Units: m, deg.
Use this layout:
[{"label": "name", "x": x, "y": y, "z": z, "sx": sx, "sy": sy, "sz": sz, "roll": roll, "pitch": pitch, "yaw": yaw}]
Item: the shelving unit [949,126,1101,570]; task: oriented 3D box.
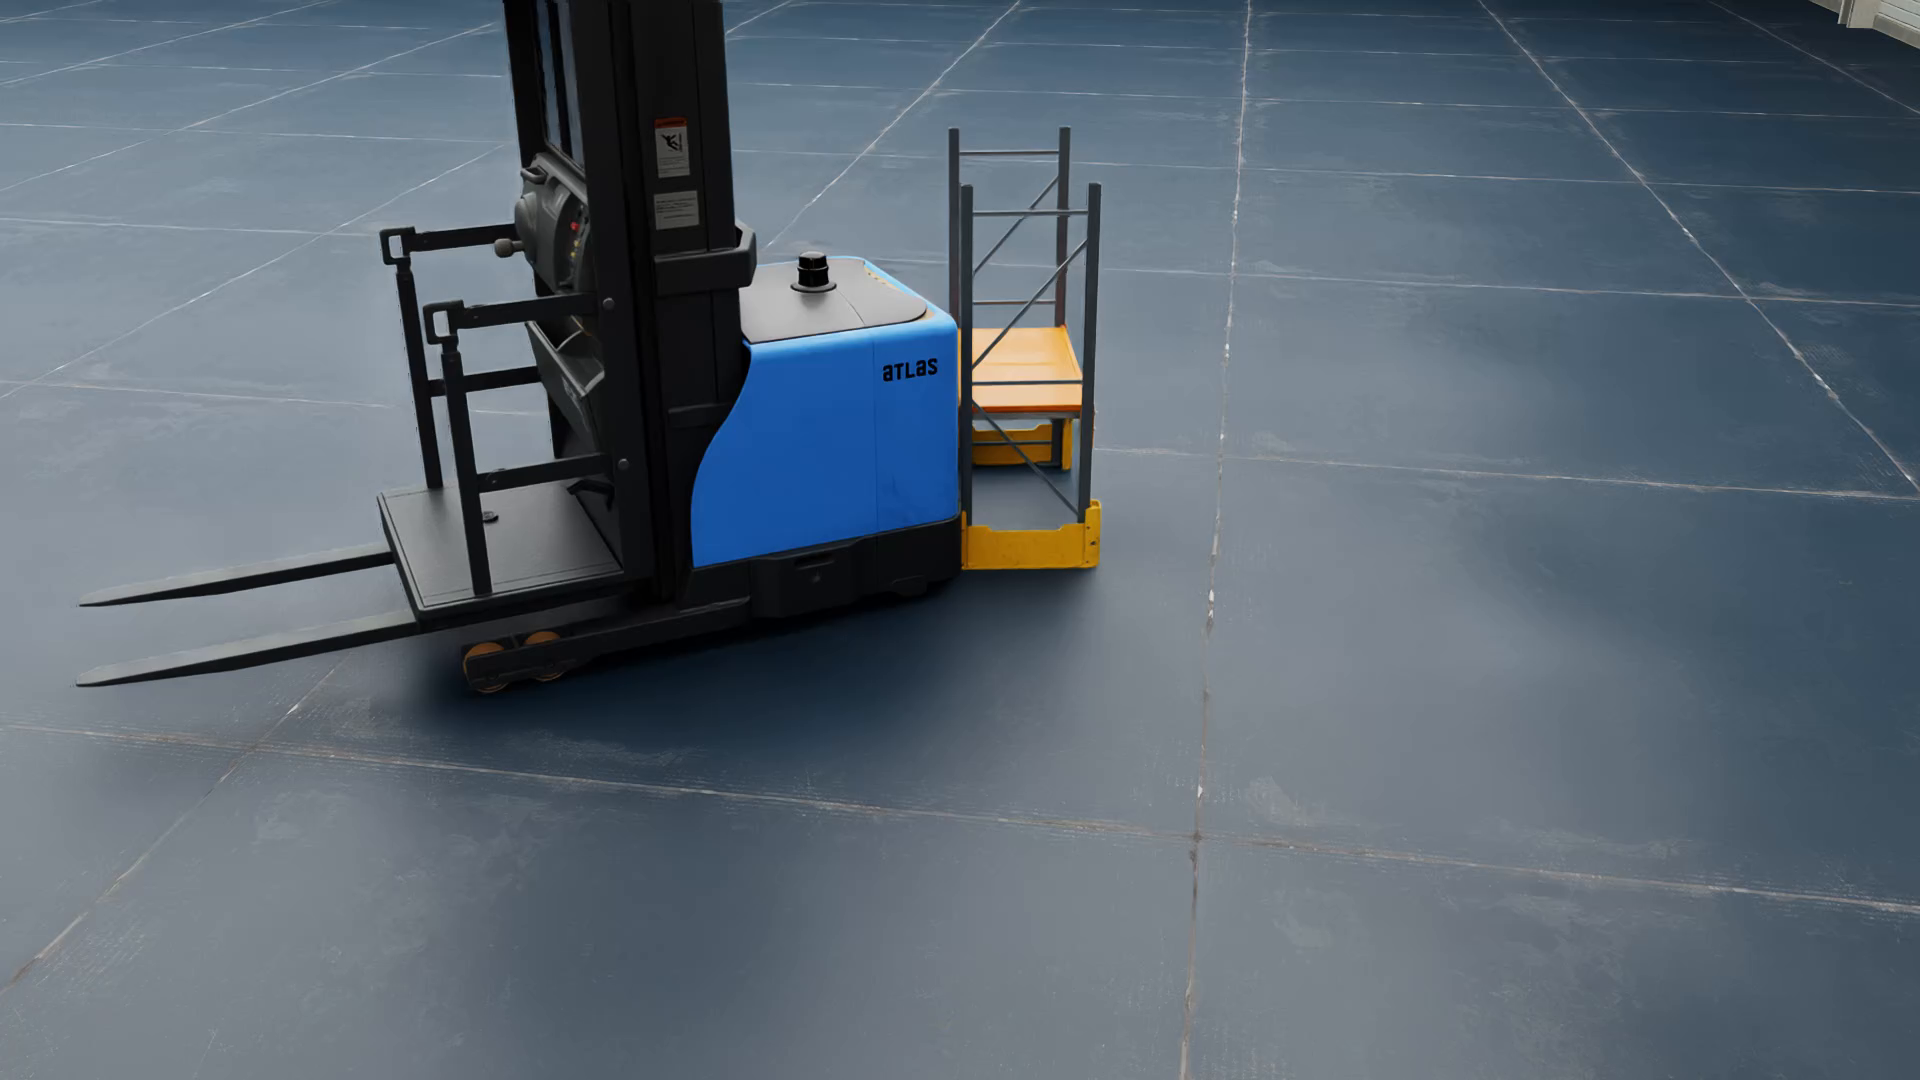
[{"label": "shelving unit", "x": 0.229, "y": -0.798, "z": 6.686, "sx": 0.587, "sy": 1.500, "sz": 1.083, "roll": -1, "pitch": 25, "yaw": -3}]

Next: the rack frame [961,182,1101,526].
[{"label": "rack frame", "x": 0.253, "y": -0.587, "z": 6.234, "sx": 0.500, "sy": 1.500, "sz": 0.032, "roll": -1, "pitch": 25, "yaw": -3}]

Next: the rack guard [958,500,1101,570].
[{"label": "rack guard", "x": 0.253, "y": -0.021, "z": 6.500, "sx": 0.587, "sy": 0.250, "sz": 0.087, "roll": -1, "pitch": 25, "yaw": -3}]

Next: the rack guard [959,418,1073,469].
[{"label": "rack guard", "x": 0.205, "y": -0.443, "z": 7.401, "sx": 0.587, "sy": 0.250, "sz": 0.087, "roll": -1, "pitch": 25, "yaw": -3}]

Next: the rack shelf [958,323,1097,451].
[{"label": "rack shelf", "x": 0.228, "y": -0.639, "z": 6.770, "sx": 0.538, "sy": 0.185, "sz": 1.000, "roll": -1, "pitch": 25, "yaw": -3}]

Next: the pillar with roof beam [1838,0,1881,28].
[{"label": "pillar with roof beam", "x": 6.478, "y": -10.528, "z": 18.628, "sx": 9.100, "sy": 9.000, "sz": 0.400, "roll": 4, "pitch": 25, "yaw": 9}]

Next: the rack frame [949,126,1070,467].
[{"label": "rack frame", "x": 0.204, "y": -1.017, "z": 7.154, "sx": 0.500, "sy": 1.500, "sz": 0.032, "roll": -1, "pitch": 25, "yaw": -3}]

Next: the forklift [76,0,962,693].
[{"label": "forklift", "x": -1.554, "y": -1.064, "z": 5.566, "sx": 3.031, "sy": 2.935, "sz": 1.130, "roll": -11, "pitch": 27, "yaw": -22}]
